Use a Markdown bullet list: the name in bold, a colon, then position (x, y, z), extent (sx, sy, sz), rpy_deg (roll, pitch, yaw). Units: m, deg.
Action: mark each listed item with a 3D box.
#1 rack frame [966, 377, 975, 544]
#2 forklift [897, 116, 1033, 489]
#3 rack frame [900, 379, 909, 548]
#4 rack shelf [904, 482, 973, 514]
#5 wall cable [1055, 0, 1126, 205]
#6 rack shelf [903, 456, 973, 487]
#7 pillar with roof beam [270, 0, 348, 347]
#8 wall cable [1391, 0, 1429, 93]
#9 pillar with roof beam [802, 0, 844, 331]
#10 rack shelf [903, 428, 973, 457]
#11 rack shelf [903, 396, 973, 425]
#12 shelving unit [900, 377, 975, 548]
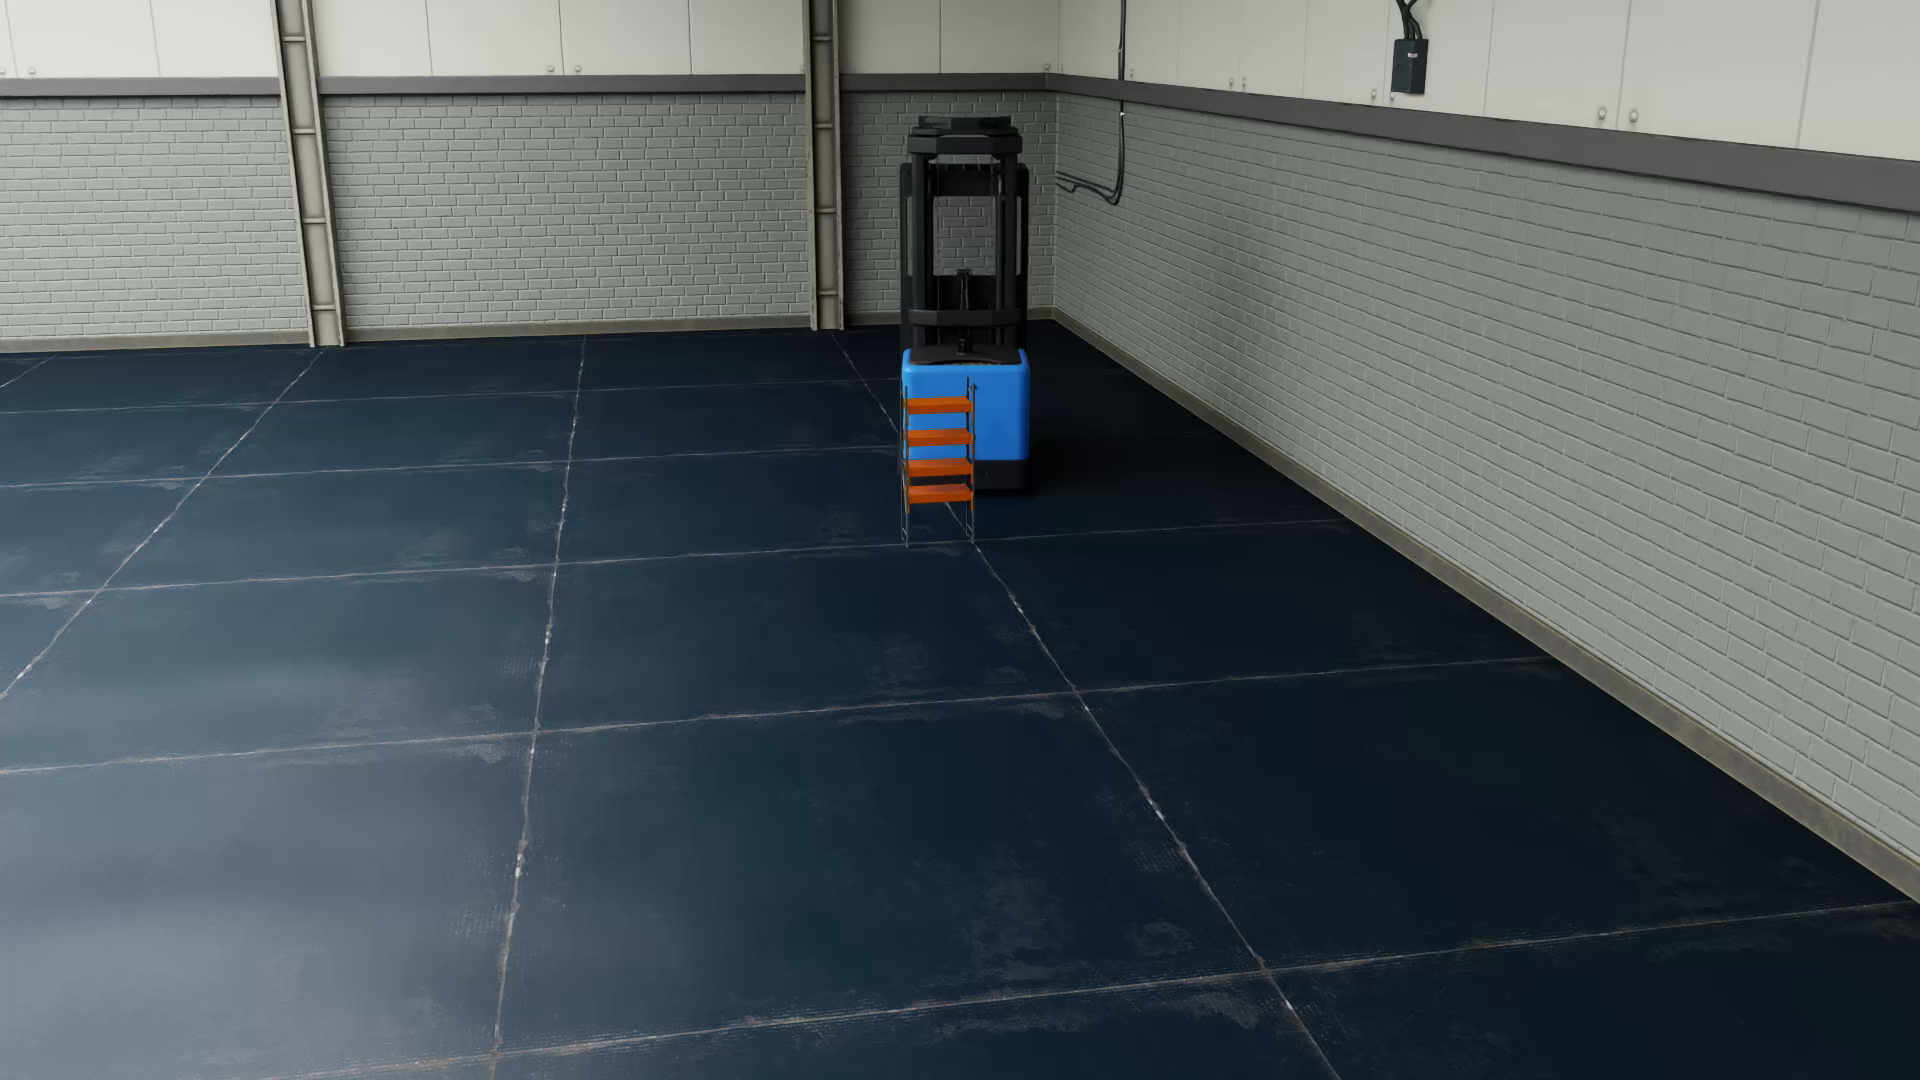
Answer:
- **rack frame**: position (0.077, -0.578, 12.150), extent (0.015, 1.200, 0.240), rpy_deg (-3, 17, -10)
- **forklift**: position (0.030, -2.183, 14.428), extent (1.130, 2.935, 3.031), rpy_deg (0, 17, -1)
- **rack frame**: position (-0.402, -0.551, 12.061), extent (0.015, 1.200, 0.240), rpy_deg (-3, 17, -10)
- **rack shelf**: position (-0.163, -0.310, 12.184), extent (0.480, 0.148, 0.258), rpy_deg (-3, 17, -10)
- **wall cable**: position (1.464, -5.285, 19.481), extent (0.112, 2.526, 3.097), rpy_deg (-3, 17, -10)
- **rack shelf**: position (-0.163, -0.500, 12.125), extent (0.480, 0.148, 0.258), rpy_deg (-3, 17, -10)
- **pillar with roof beam**: position (-6.754, -5.411, 14.603), extent (0.400, 9.000, 9.100), rpy_deg (-3, 17, -10)
- **wall cable**: position (3.249, -5.657, 9.612), extent (0.169, 6.003, 2.305), rpy_deg (-3, 17, -10)
- **pillar with roof beam**: position (-0.863, -5.745, 15.691), extent (0.400, 9.000, 9.100), rpy_deg (-3, 17, -10)
- **rack shelf**: position (-0.163, -0.714, 12.060), extent (0.480, 0.148, 0.258), rpy_deg (-3, 17, -10)
- **rack shelf**: position (-0.163, -0.940, 11.990), extent (0.480, 0.148, 0.258), rpy_deg (-3, 17, -10)
- **shelving unit**: position (-0.163, -0.564, 12.106), extent (0.503, 1.200, 0.258), rpy_deg (-3, 17, -10)
